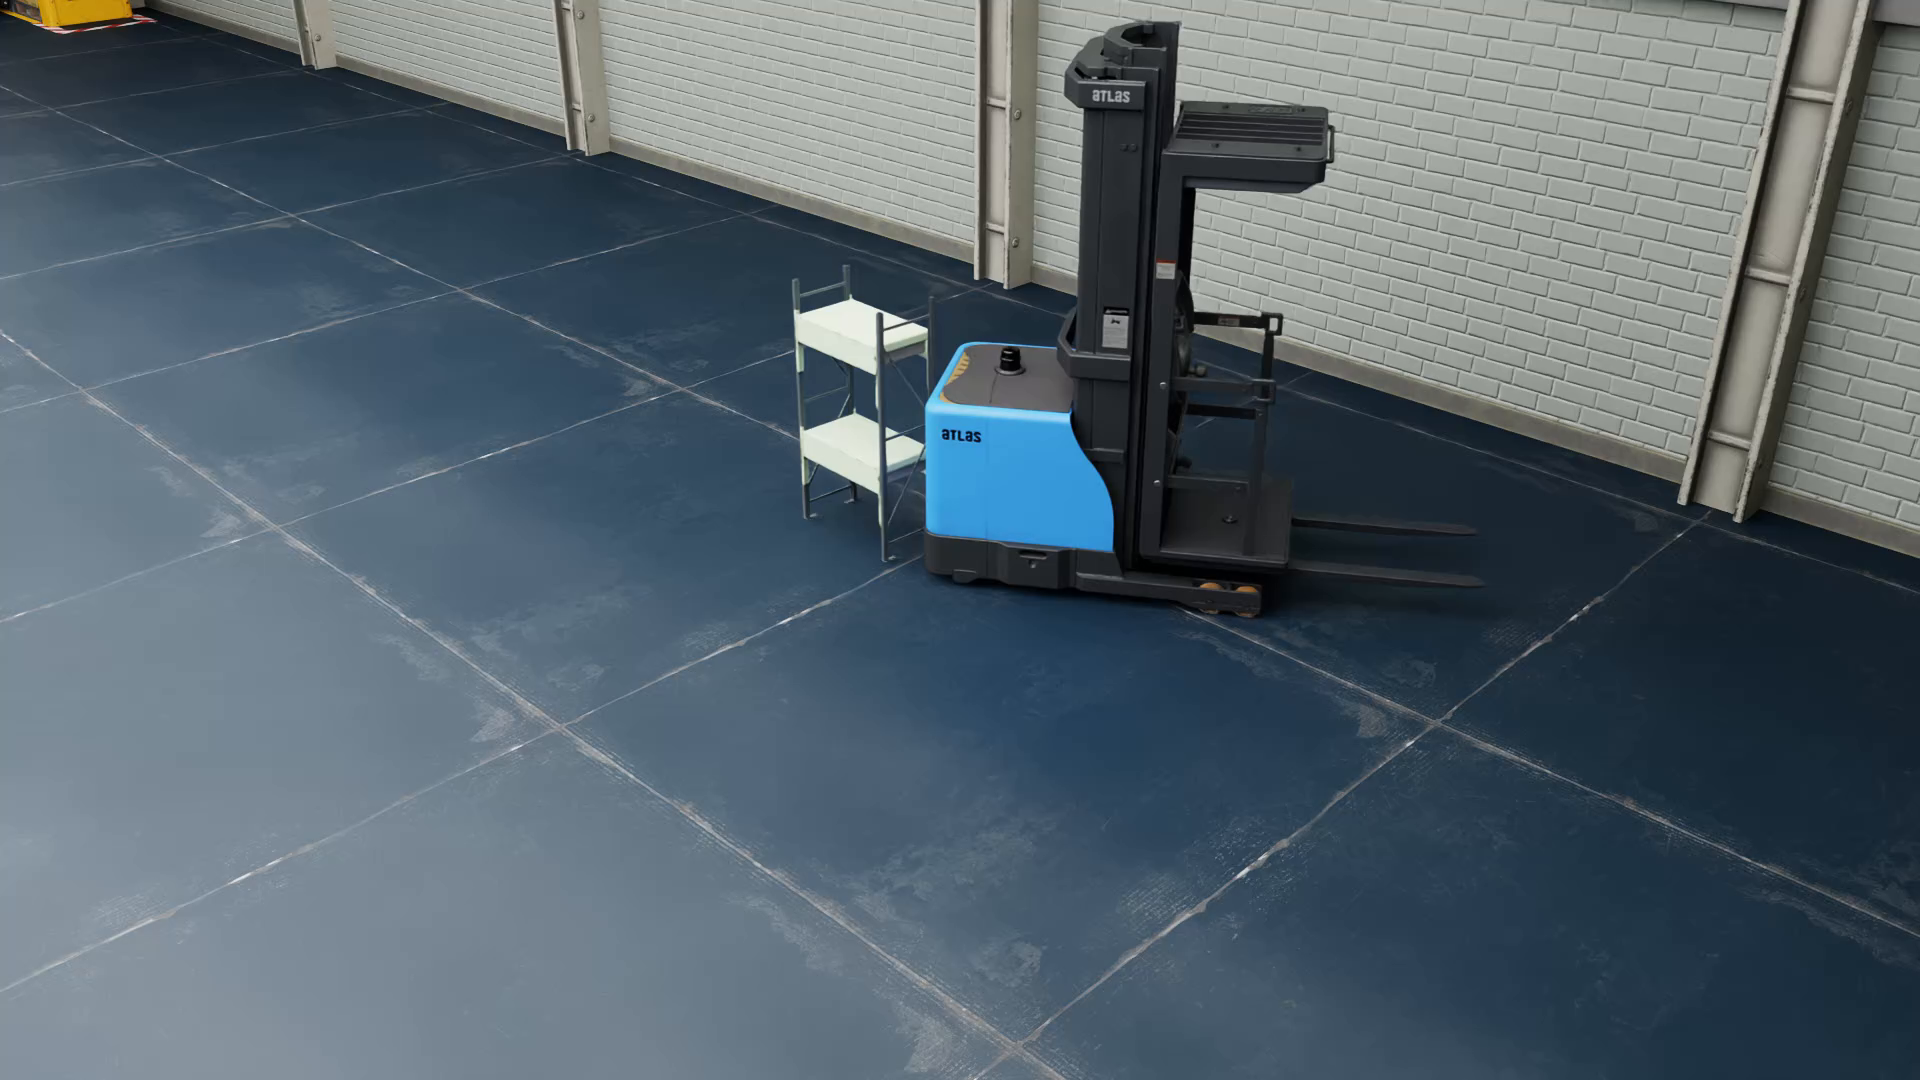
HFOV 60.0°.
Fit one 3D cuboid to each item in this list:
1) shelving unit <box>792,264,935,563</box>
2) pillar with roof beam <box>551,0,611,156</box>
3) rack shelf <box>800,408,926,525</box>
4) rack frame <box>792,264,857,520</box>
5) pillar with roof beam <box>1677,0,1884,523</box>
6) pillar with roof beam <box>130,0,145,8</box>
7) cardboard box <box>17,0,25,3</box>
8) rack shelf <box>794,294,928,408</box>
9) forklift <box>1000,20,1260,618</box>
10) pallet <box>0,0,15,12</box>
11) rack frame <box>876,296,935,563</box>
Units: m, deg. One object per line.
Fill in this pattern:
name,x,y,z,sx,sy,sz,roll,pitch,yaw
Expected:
shelving unit,-0.539,-0.725,9.518,0.431,1.500,0.755,-23,35,-37
pillar with roof beam,-6.936,-6.685,12.794,0.400,9.000,9.100,25,36,38
rack shelf,-0.539,-0.437,9.669,0.431,0.370,0.720,-23,35,-37
rack frame,-0.786,-0.851,9.757,0.400,1.500,0.023,-23,35,-37
pillar with roof beam,1.621,-2.770,5.348,0.400,9.000,9.100,25,36,38
pillar with roof beam,-15.493,-10.600,20.241,0.400,9.000,9.100,25,36,38
cardboard box,-15.544,-10.533,25.732,1.068,3.350,6.811,-25,37,-39
rack shelf,-0.539,-1.071,9.336,0.431,0.370,0.720,-23,35,-37
forklift,1.369,-1.148,8.785,3.031,2.935,1.121,5,28,10
pallet,-14.051,-8.247,25.207,1.213,0.211,1.003,25,36,38
rack frame,-0.292,-0.599,9.278,0.400,1.500,0.023,-23,35,-37
